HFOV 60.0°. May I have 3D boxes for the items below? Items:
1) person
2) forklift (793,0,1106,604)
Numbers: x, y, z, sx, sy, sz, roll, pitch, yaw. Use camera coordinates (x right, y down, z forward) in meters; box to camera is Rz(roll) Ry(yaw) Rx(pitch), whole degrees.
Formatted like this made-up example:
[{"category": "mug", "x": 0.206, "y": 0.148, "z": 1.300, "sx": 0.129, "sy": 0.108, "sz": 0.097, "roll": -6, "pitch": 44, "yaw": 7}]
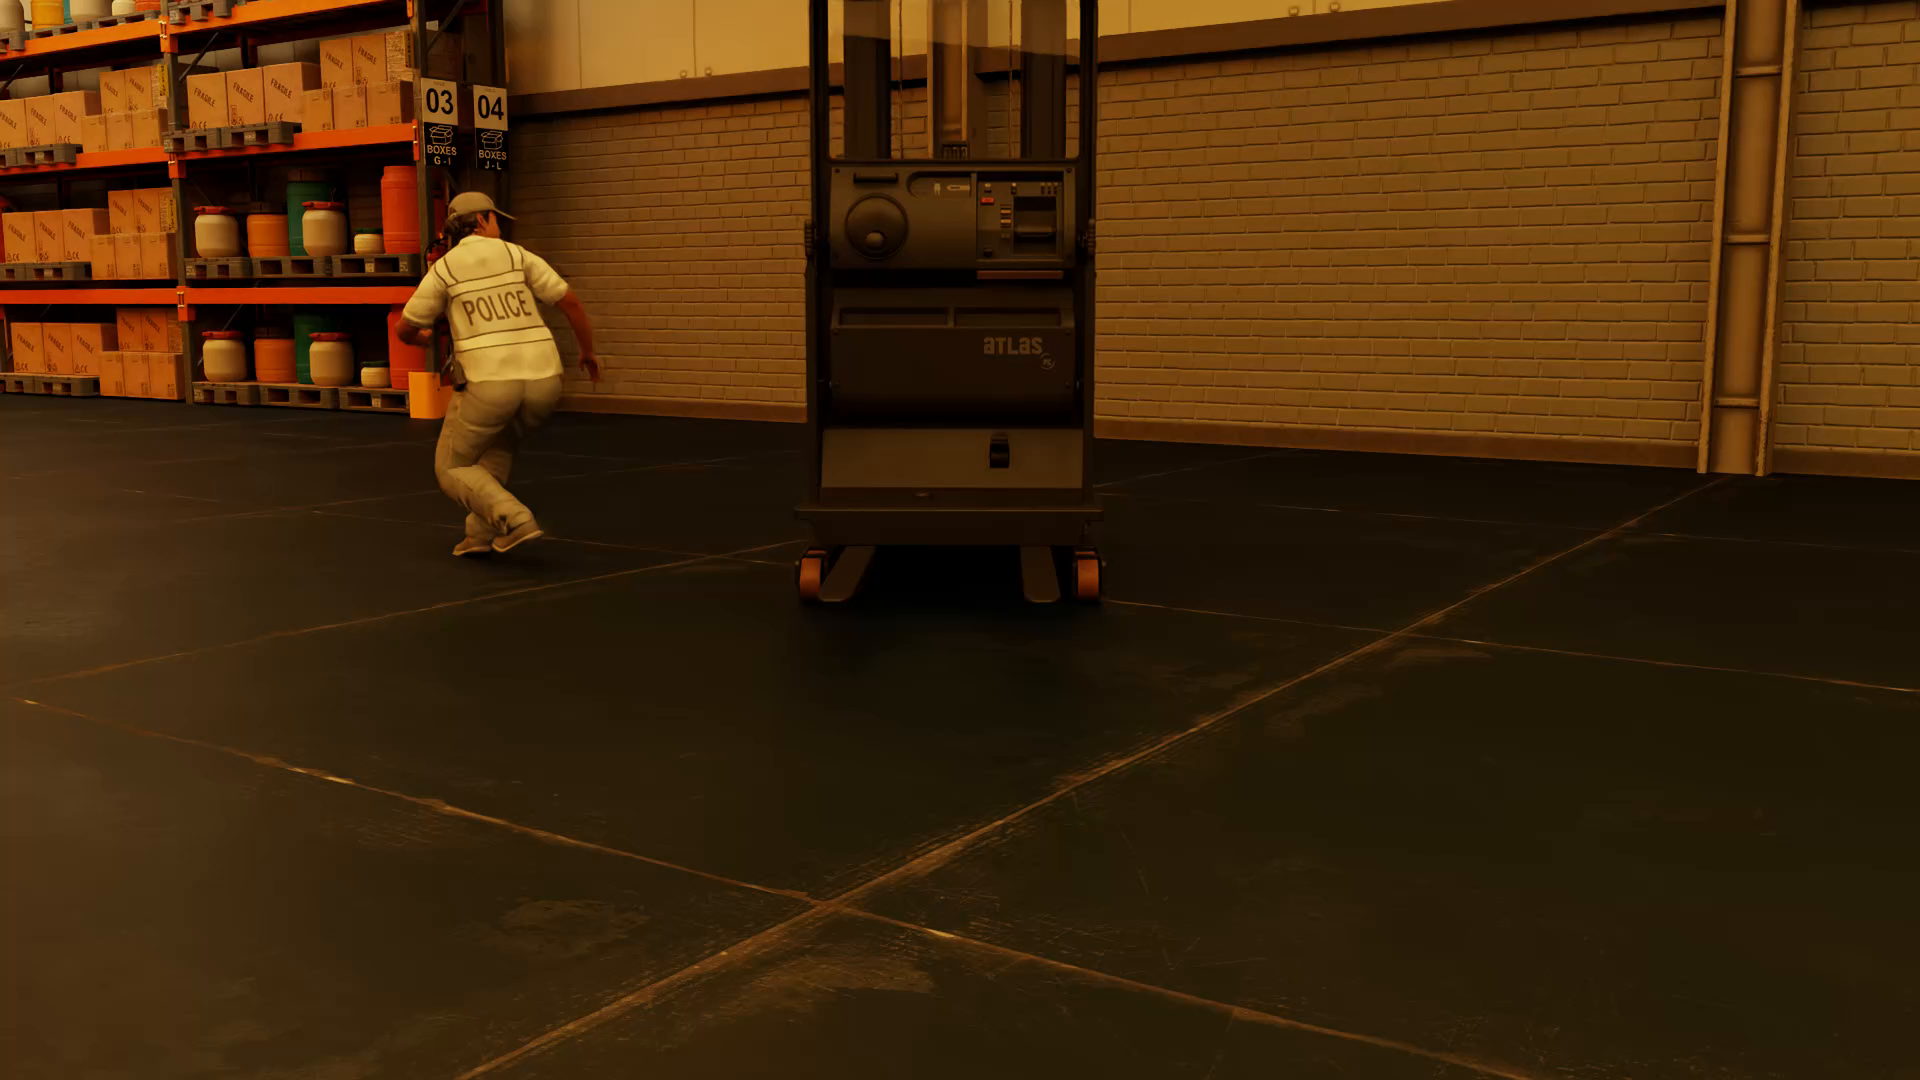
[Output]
[{"category": "person", "x": -1.936, "y": -0.683, "z": 7.017, "sx": 0.817, "sy": 1.537, "sz": 0.811, "roll": -7, "pitch": 10, "yaw": -39}, {"category": "forklift", "x": -0.030, "y": -1.267, "z": 6.106, "sx": 1.130, "sy": 2.935, "sz": 3.031, "roll": 0, "pitch": 8, "yaw": 1}]
